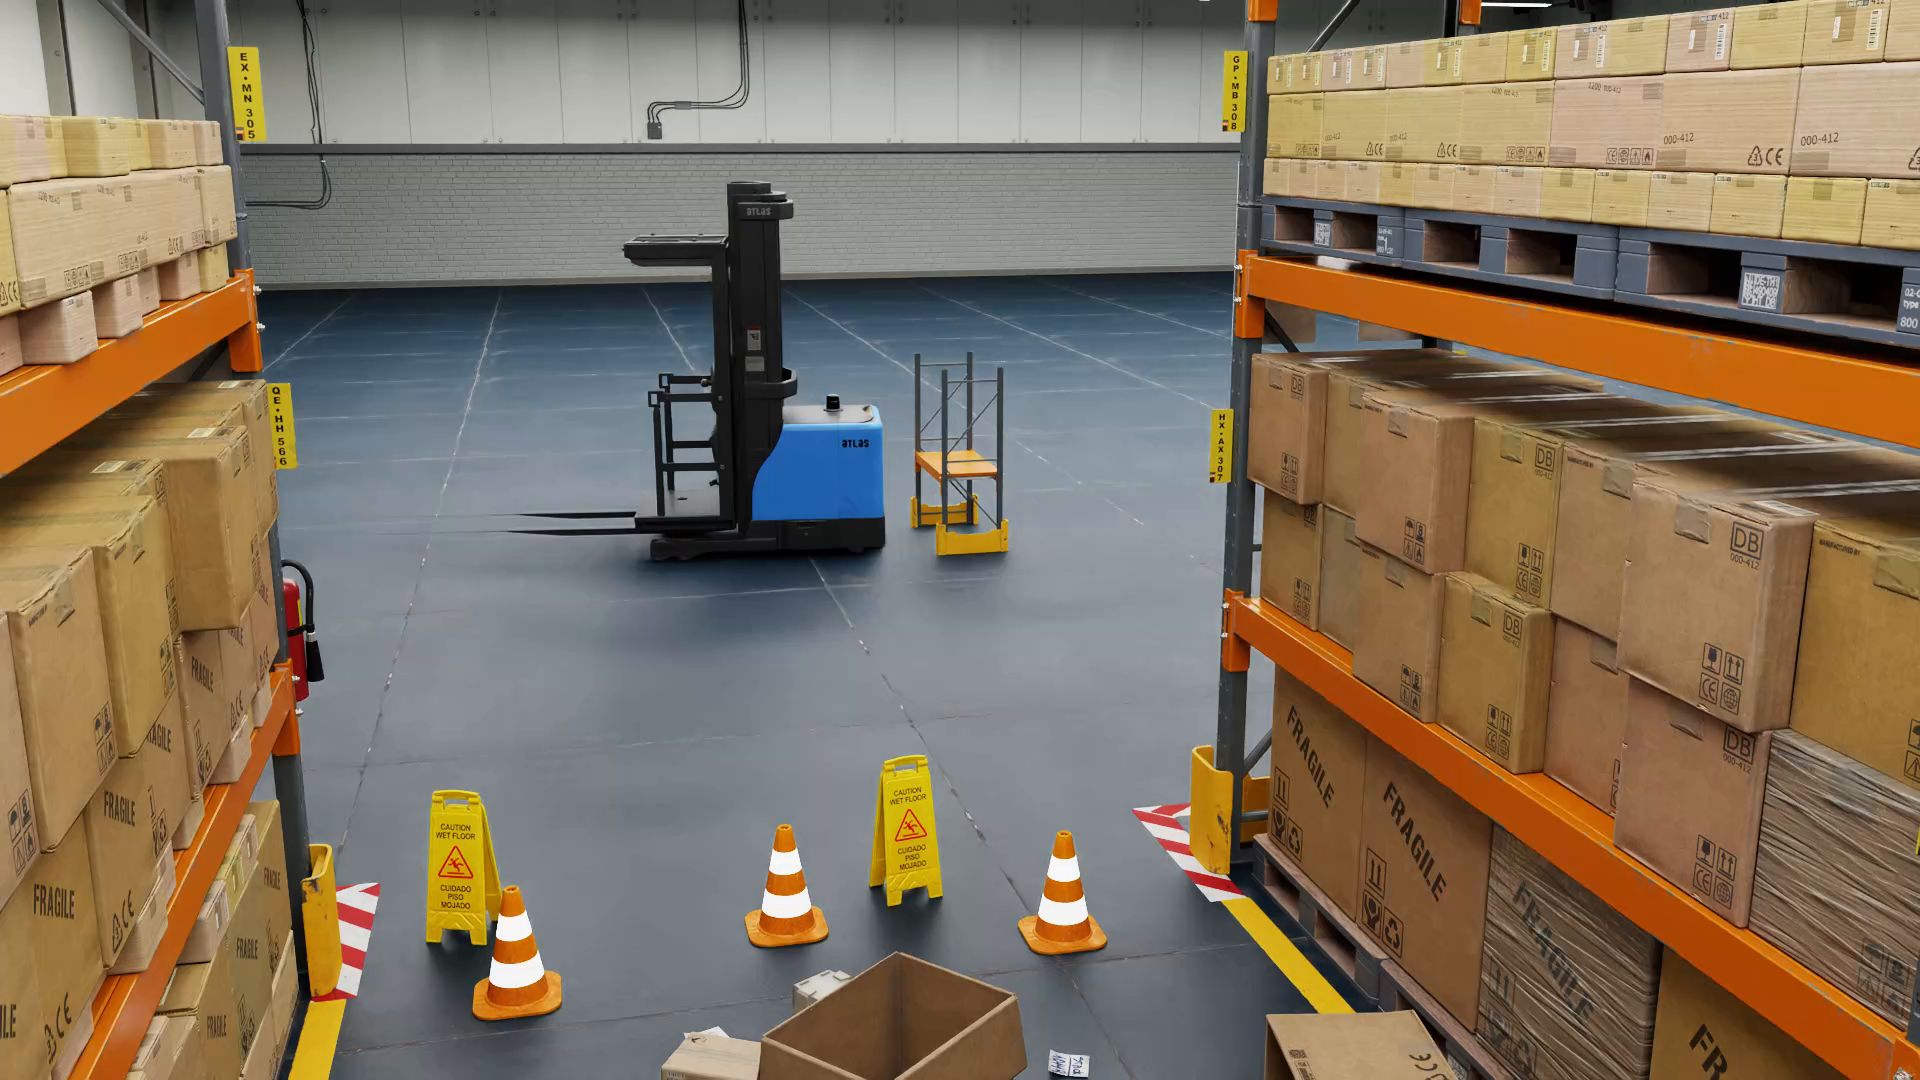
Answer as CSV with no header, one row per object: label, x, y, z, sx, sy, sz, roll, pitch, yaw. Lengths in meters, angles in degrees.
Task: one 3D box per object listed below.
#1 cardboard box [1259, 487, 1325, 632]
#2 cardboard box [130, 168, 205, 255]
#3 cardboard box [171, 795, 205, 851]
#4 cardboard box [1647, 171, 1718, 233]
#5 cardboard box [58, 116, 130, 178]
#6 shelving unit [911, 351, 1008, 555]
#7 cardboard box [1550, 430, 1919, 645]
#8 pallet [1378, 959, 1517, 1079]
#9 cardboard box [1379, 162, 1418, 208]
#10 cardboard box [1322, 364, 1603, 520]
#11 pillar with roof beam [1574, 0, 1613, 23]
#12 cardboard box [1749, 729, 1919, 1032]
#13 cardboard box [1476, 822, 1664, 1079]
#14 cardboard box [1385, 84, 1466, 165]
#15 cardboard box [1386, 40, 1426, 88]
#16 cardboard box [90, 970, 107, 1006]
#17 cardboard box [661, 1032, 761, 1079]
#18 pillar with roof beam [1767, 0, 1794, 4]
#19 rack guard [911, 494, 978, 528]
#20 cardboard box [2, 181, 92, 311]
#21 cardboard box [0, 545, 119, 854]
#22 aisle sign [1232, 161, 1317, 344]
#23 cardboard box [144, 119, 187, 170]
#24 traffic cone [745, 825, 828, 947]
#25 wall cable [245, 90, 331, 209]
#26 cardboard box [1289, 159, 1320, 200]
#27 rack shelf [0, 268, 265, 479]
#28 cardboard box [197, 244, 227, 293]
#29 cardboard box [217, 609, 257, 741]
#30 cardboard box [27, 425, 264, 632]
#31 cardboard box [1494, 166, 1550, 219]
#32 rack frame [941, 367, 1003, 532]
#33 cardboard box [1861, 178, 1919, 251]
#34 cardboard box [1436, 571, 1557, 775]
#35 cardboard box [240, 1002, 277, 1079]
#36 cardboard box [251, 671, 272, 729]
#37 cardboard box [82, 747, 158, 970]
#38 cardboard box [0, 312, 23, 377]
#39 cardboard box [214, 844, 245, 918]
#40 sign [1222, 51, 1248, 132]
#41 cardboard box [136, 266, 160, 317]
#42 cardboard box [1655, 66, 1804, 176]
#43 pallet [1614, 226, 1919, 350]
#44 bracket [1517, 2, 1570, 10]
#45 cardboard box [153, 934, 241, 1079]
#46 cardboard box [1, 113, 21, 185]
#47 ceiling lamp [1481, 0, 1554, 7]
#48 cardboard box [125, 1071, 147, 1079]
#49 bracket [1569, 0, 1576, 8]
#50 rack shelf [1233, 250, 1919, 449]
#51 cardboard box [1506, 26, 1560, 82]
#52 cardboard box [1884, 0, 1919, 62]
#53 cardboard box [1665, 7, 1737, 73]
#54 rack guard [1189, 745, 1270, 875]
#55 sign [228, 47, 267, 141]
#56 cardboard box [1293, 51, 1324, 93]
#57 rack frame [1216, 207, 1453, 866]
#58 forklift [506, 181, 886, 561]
cardboard box,1.820,0.027,7.180,0.875,0.550,0.550,-3,14,-13
cardboard box,-2.613,-0.993,5.040,0.500,0.250,0.500,-3,14,-14
cardboard box,-2.435,0.804,4.847,0.380,0.149,0.250,-3,14,-14
cardboard box,2.051,-0.891,4.367,0.380,0.149,0.250,-3,14,-13
cardboard box,-2.340,-0.993,4.200,0.380,0.149,0.250,-3,14,-12
shelving unit,-0.018,-0.746,13.821,0.587,1.500,1.083,-3,14,-13
cardboard box,2.340,0.002,5.005,0.875,0.550,0.550,-3,14,-13
pallet,2.236,1.832,5.982,1.003,0.211,1.213,-3,14,-13
cardboard box,1.695,-1.241,5.800,0.380,0.149,0.250,-3,14,-13
cardboard box,1.957,-0.371,6.535,0.875,0.550,0.550,-3,14,-13
pillar with roof beam,10.753,-10.546,38.134,9.100,9.000,0.548,-3,14,-13
cardboard box,2.530,0.782,4.089,0.875,0.550,0.550,-3,14,-13
cardboard box,2.333,1.411,5.423,0.875,0.875,0.875,-3,14,-13
cardboard box,1.792,-1.406,5.633,0.500,0.250,0.500,-3,14,-14
cardboard box,1.696,-1.629,5.708,0.380,0.149,0.250,-4,14,-14
cardboard box,-2.241,1.037,3.893,0.380,0.149,0.250,-3,14,-13
cardboard box,-0.828,1.891,5.875,0.380,0.149,0.250,4,14,16
pillar with roof beam,12.162,-9.162,32.469,9.100,9.000,0.400,-3,14,-13
rack guard,-0.135,-0.254,14.440,0.587,0.250,0.087,-3,14,-13
cardboard box,-2.232,-0.642,3.601,0.500,0.250,0.500,-3,14,-13
cardboard box,-2.151,0.327,3.323,0.700,0.500,0.500,-3,14,-13
aisle sign,1.381,-1.246,7.228,0.394,0.787,0.004,-3,14,-13
cardboard box,-2.631,-1.225,5.151,0.380,0.149,0.250,-3,14,-14
traffic cone,-0.745,1.435,7.077,0.336,0.463,0.334,-3,14,-13
wall cable,-15.088,-8.276,35.382,3.097,2.526,0.112,-3,14,-13
cardboard box,1.518,-1.415,6.513,0.380,0.149,0.250,-3,14,-13
rack shelf,-2.629,-0.330,4.154,1.077,0.370,4.000,-3,14,-13
cardboard box,-2.653,-0.897,5.487,0.380,0.149,0.250,-3,14,-13
cardboard box,-2.591,0.349,5.343,0.500,0.500,0.500,-3,14,-13
cardboard box,-2.435,-0.028,4.777,0.700,0.500,0.500,-3,14,-14
cardboard box,1.873,-1.066,5.085,0.380,0.149,0.250,-3,14,-13
rack frame,0.099,-0.631,13.350,0.500,1.500,0.032,-3,14,-13
cardboard box,2.232,-0.714,3.644,0.380,0.149,0.250,-3,14,-13
cardboard box,2.145,0.409,5.617,0.875,0.550,0.500,-3,14,-13
cardboard box,-2.534,1.739,5.397,0.500,0.250,0.500,-3,14,-13
cardboard box,-2.636,0.565,5.825,0.380,0.149,0.250,-3,14,-14
cardboard box,-2.238,0.698,3.914,0.500,0.500,0.500,-3,14,-14
cardboard box,-2.239,-0.419,3.529,0.380,0.149,0.250,-4,14,-15
cardboard box,-2.450,1.078,5.157,0.380,0.149,0.250,-3,14,-12
sign,1.148,-1.874,6.948,0.100,0.325,0.005,-3,14,-13
cardboard box,-2.524,-0.717,4.749,0.380,0.149,0.250,-3,14,-14
cardboard box,2.145,-1.058,4.210,0.500,0.250,0.500,-3,14,-13
pallet,2.446,-0.664,4.190,1.003,0.211,1.213,-3,14,-13
bracket,14.077,-13.021,40.680,0.076,0.066,3.189,-3,14,-13
cardboard box,-2.420,1.491,4.834,0.500,0.500,0.500,-4,14,-15
cardboard box,-2.202,-0.811,3.454,0.380,0.149,0.250,-4,14,-15
ceiling lamp,11.024,-12.454,33.643,2.000,3.185,0.800,-3,14,-13
cardboard box,-2.129,1.389,3.882,0.380,0.149,0.250,-3,14,-11
bracket,14.495,-12.611,39.000,0.235,0.232,0.430,-3,14,-13
rack shelf,2.159,-0.629,5.379,1.077,0.370,4.000,-3,14,-13
cardboard box,1.876,-1.452,4.985,0.380,0.149,0.250,-3,14,-12
cardboard box,2.233,-1.102,3.551,0.380,0.149,0.250,-3,14,-14
cardboard box,2.057,-1.276,4.263,0.380,0.149,0.250,-3,14,-12
rack guard,1.683,1.226,7.857,1.175,0.500,0.348,-3,14,-13
sign,-2.555,-1.598,5.960,0.100,0.325,0.005,-3,14,-13
cardboard box,1.516,-1.806,6.431,0.380,0.149,0.250,-3,14,-13
rack frame,1.689,0.017,7.538,1.000,3.000,0.127,-3,14,-13
forklift,-2.151,-1.390,13.441,3.031,2.935,1.130,-1,14,-5
